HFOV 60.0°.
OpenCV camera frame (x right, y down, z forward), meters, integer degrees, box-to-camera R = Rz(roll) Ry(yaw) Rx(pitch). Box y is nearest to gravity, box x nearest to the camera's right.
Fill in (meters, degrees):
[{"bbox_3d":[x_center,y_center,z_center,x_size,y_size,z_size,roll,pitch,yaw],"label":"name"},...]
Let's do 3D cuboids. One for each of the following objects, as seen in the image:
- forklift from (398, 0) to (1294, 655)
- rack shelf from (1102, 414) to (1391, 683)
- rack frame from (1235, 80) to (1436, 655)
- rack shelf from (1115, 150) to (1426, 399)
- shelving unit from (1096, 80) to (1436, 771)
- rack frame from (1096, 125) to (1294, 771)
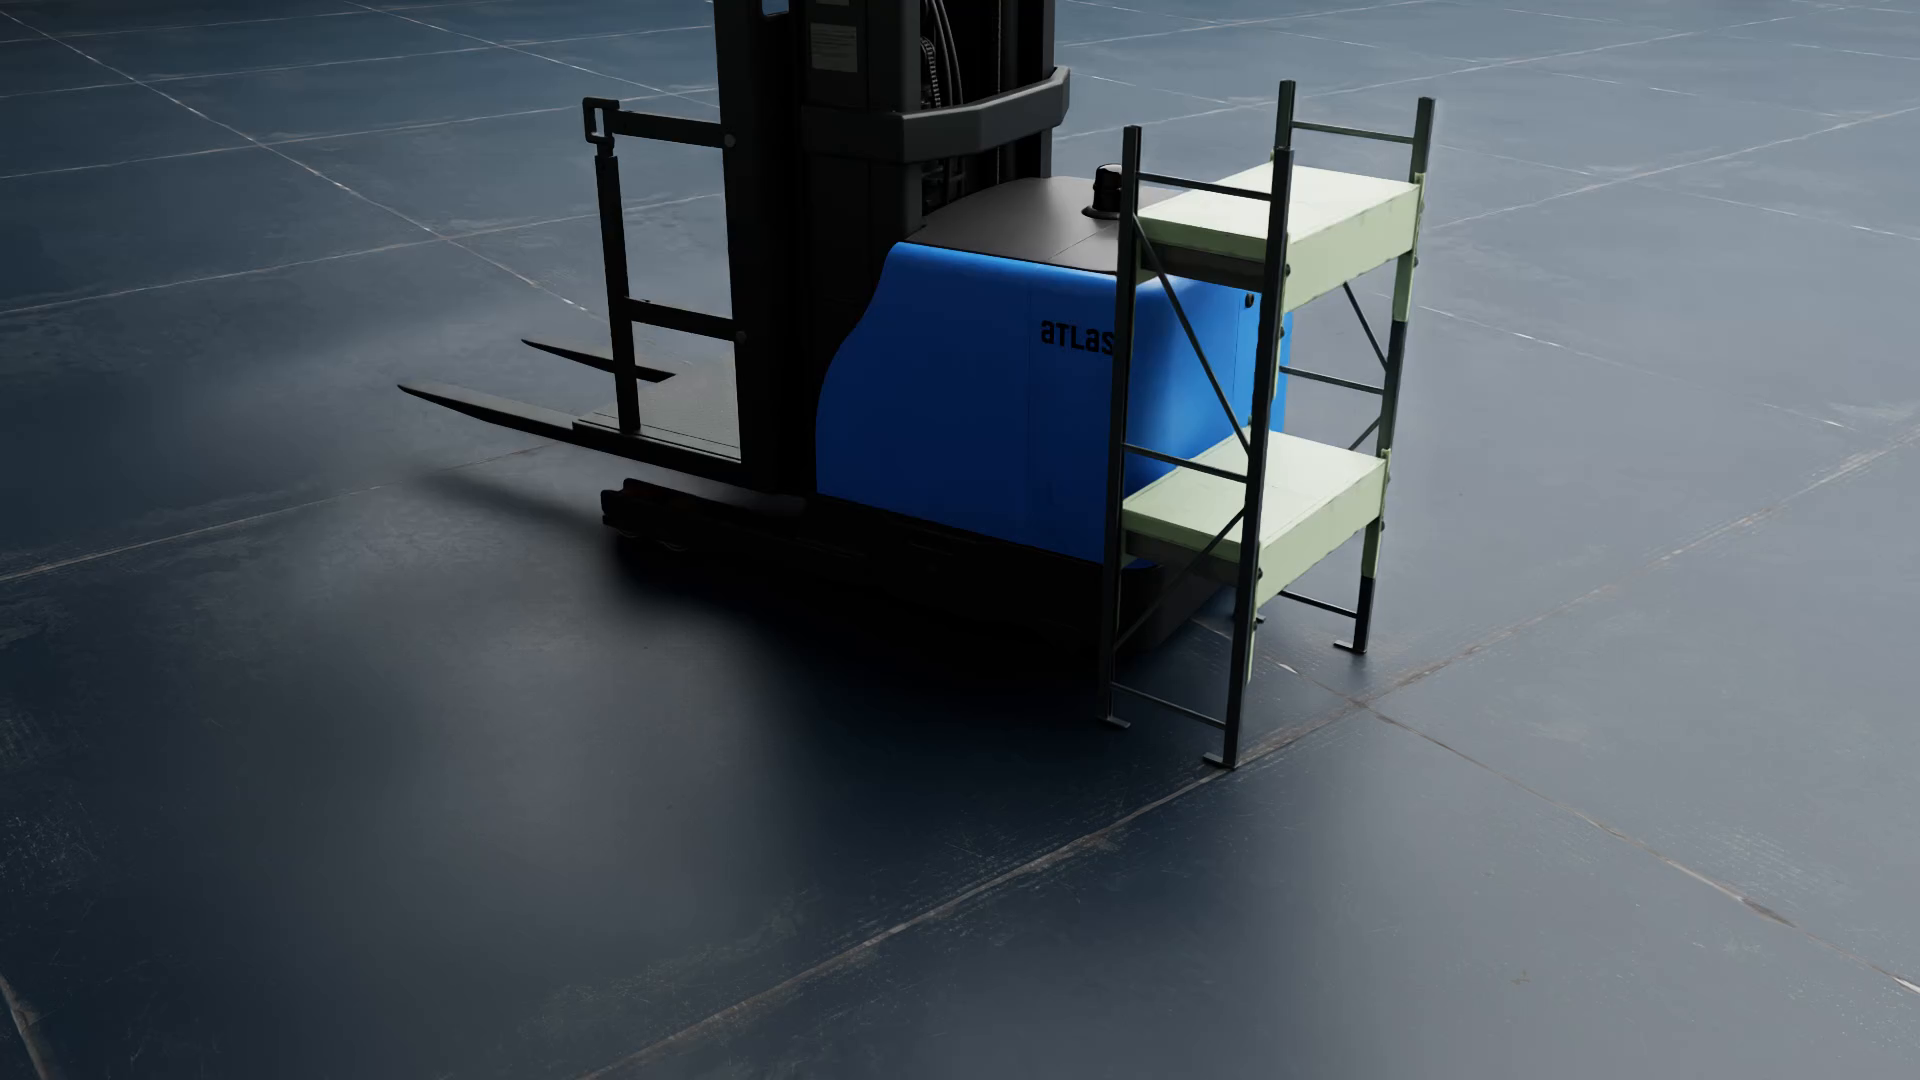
[{"bbox_3d":[-0.535,-1.467,4.928,3.031,2.935,1.130,14,29,28],"label":"forklift"},{"bbox_3d":[0.738,-0.001,4.242,0.431,0.370,0.720,18,30,33],"label":"rack shelf"},{"bbox_3d":[0.961,-0.419,4.368,0.400,1.500,0.023,18,30,33],"label":"rack frame"},{"bbox_3d":[0.741,-0.650,3.938,0.431,0.370,0.720,18,30,33],"label":"rack shelf"},{"bbox_3d":[0.739,-0.297,4.104,0.431,1.500,0.755,18,30,33],"label":"shelving unit"},{"bbox_3d":[0.518,-0.174,3.839,0.400,1.500,0.023,18,30,33],"label":"rack frame"}]
